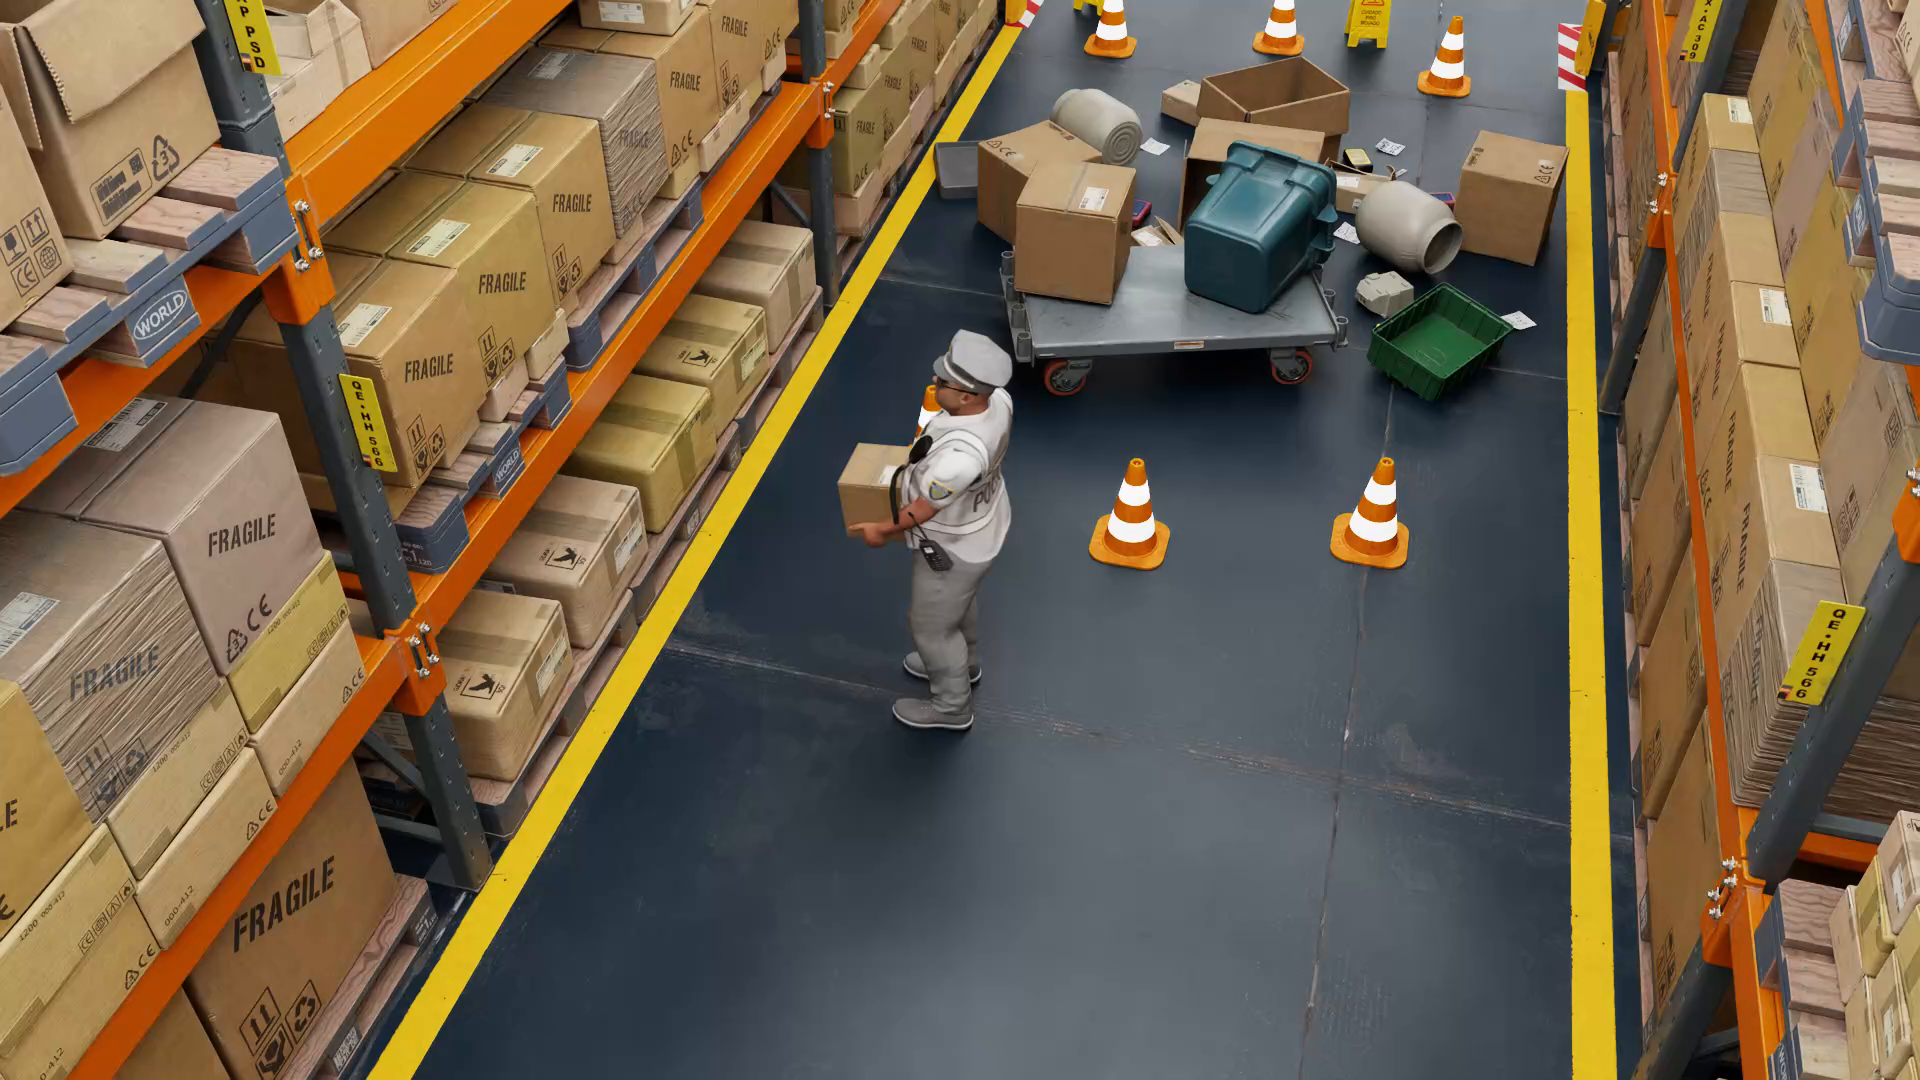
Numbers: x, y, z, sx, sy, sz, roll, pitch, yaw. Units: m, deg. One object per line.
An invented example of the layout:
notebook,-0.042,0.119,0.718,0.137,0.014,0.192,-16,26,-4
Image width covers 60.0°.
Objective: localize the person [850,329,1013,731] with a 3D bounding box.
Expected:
person,-0.101,-0.033,6.176,0.573,1.768,0.494,10,42,11
